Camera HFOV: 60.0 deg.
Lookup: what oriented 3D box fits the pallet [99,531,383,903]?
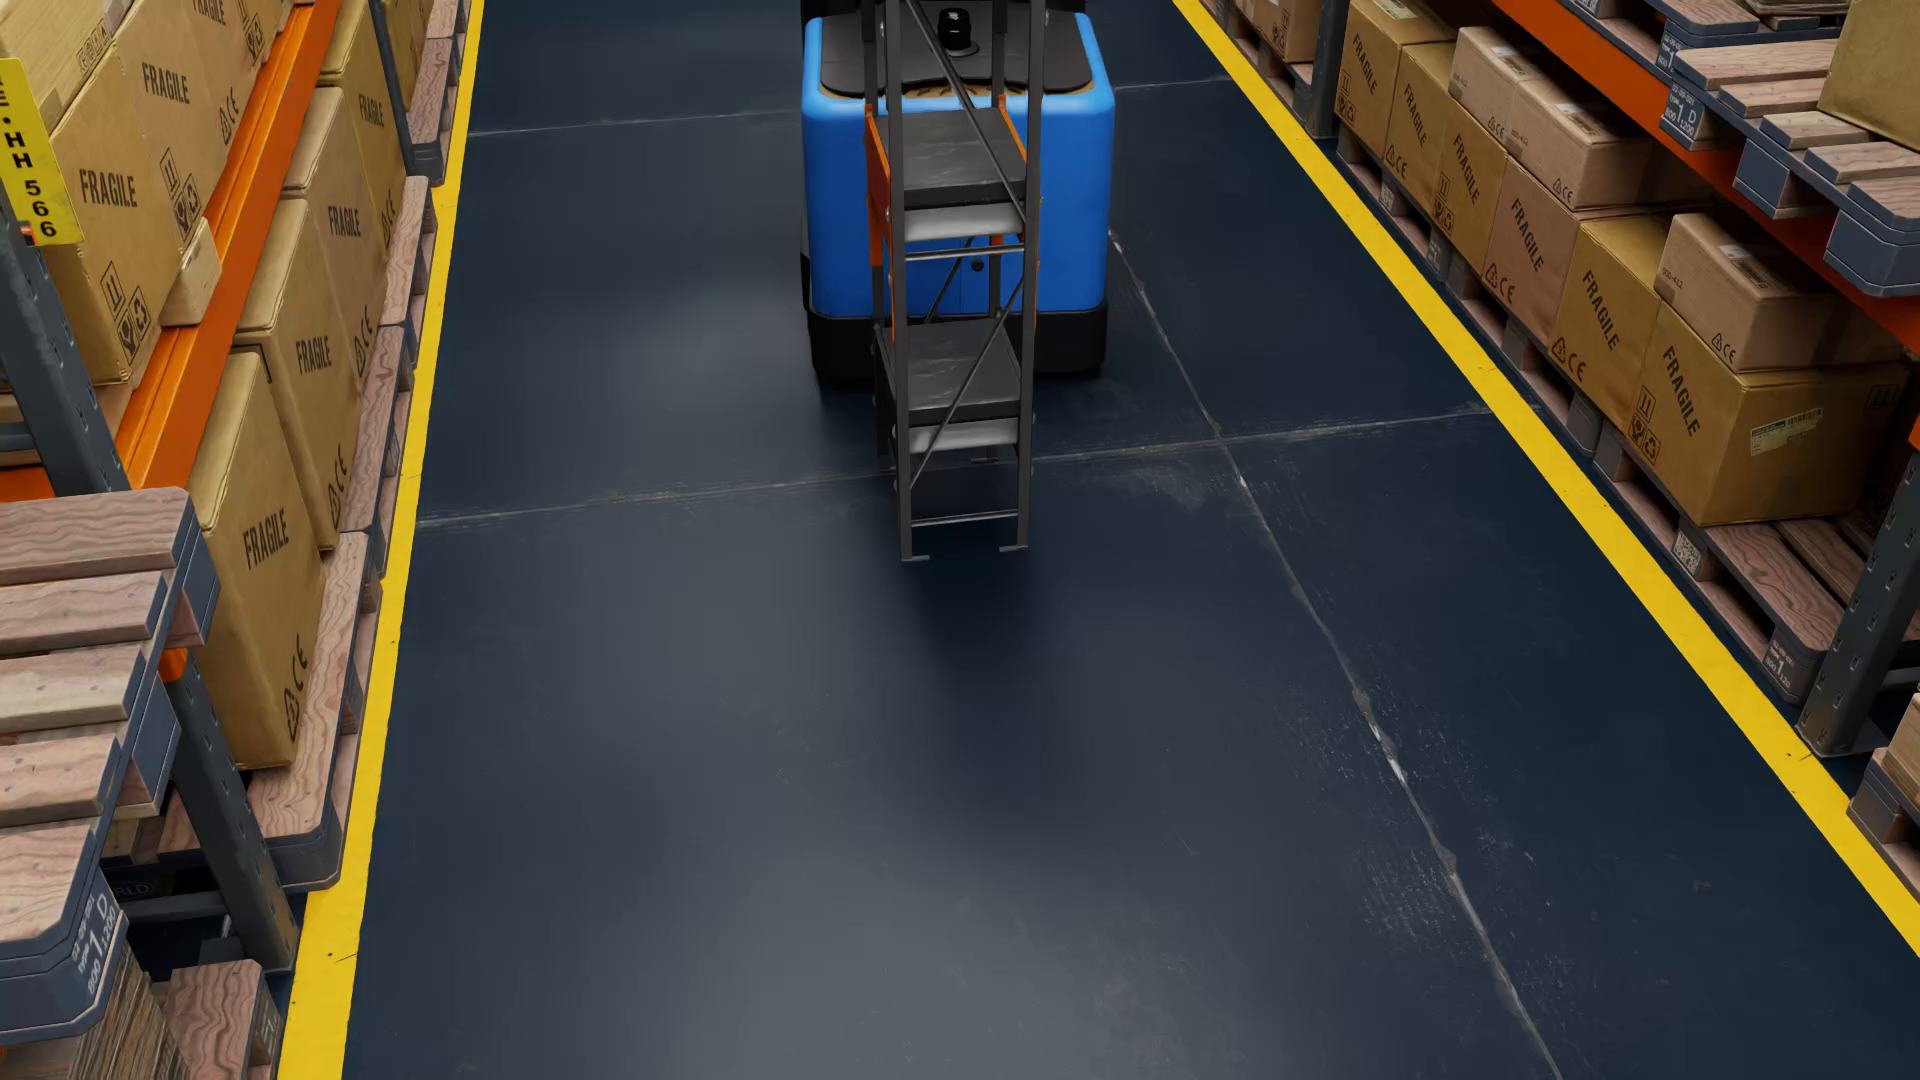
[{"bbox_3d":[-2.144,0.473,4.469,1.003,0.211,1.213,-6,38,-8],"label":"pallet"}]

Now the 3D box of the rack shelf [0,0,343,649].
[{"bbox_3d":[-2.431,-1.068,4.766,1.077,0.370,4.000,-6,38,-8],"label":"rack shelf"}]

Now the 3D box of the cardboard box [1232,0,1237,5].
[{"bbox_3d":[1.584,-2.974,8.466,0.500,0.311,0.500,-6,38,-8],"label":"cardboard box"}]

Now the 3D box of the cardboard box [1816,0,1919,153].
[{"bbox_3d":[2.575,-1.253,3.994,0.700,0.500,0.500,-19,42,-23],"label":"cardboard box"}]

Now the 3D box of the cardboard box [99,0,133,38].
[{"bbox_3d":[-2.001,-1.231,3.439,0.500,0.250,0.500,-7,38,-9],"label":"cardboard box"}]

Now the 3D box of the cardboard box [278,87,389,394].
[{"bbox_3d":[-2.381,-0.962,5.453,0.750,0.750,0.750,-5,38,-7],"label":"cardboard box"}]

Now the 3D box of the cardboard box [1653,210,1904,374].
[{"bbox_3d":[2.387,-0.735,4.819,0.500,0.250,0.500,-5,38,-6],"label":"cardboard box"}]

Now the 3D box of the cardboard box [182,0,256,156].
[{"bbox_3d":[-2.082,-1.247,4.070,0.500,0.500,0.500,-6,38,-8],"label":"cardboard box"}]

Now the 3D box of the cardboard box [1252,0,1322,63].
[{"bbox_3d":[1.716,-2.595,7.824,0.500,0.500,0.500,-6,38,-8],"label":"cardboard box"}]

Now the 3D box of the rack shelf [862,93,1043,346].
[{"bbox_3d":[-0.029,-0.918,4.743,0.431,0.518,0.480,-6,38,-8],"label":"rack shelf"}]

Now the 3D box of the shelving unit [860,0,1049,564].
[{"bbox_3d":[-0.029,-0.929,4.735,0.431,2.100,0.503,-6,38,-8],"label":"shelving unit"}]

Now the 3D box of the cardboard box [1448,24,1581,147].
[{"bbox_3d":[2.115,-1.655,6.003,0.500,0.250,0.500,-6,38,-8],"label":"cardboard box"}]

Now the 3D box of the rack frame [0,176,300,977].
[{"bbox_3d":[-2.080,-0.144,2.990,1.000,3.000,0.127,-6,38,-8],"label":"rack frame"}]

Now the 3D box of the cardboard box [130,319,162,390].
[{"bbox_3d":[-1.945,-0.430,3.546,0.380,0.149,0.250,-6,38,-7],"label":"cardboard box"}]

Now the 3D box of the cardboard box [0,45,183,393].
[{"bbox_3d":[-1.913,-0.630,3.275,0.500,0.500,0.500,-5,38,-7],"label":"cardboard box"}]

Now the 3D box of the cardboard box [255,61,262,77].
[{"bbox_3d":[-2.229,-1.361,4.746,0.380,0.149,0.250,-5,38,-7],"label":"cardboard box"}]

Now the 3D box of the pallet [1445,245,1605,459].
[{"bbox_3d":[2.492,-0.768,6.067,1.003,0.211,1.213,-6,38,-8],"label":"pallet"}]

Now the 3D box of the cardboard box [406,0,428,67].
[{"bbox_3d":[-2.896,-2.505,7.725,0.700,0.500,0.500,-7,38,-8],"label":"cardboard box"}]

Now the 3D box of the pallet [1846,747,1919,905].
[{"bbox_3d":[2.902,0.924,3.889,1.003,0.211,1.213,-6,38,-8],"label":"pallet"}]

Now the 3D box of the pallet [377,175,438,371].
[{"bbox_3d":[-2.572,-1.001,6.366,1.003,0.211,1.213,-6,38,-8],"label":"pallet"}]

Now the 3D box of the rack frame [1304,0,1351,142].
[{"bbox_3d":[2.095,-3.095,6.789,1.000,3.000,0.127,-6,38,-8],"label":"rack frame"}]

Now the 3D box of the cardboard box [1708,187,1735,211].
[{"bbox_3d":[2.721,-1.105,5.906,0.500,0.500,0.500,-7,38,-9],"label":"cardboard box"}]

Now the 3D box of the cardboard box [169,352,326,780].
[{"bbox_3d":[-2.080,0.081,4.111,0.750,0.750,0.750,-7,38,-9],"label":"cardboard box"}]

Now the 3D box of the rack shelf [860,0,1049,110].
[{"bbox_3d":[-0.029,-1.471,4.313,0.431,0.518,0.480,-6,38,-8],"label":"rack shelf"}]

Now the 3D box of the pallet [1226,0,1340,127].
[{"bbox_3d":[1.975,-2.409,8.178,1.003,0.211,1.213,-6,38,-8],"label":"pallet"}]

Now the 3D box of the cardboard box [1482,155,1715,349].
[{"bbox_3d":[2.213,-1.034,5.815,0.500,0.500,0.500,-8,38,-10],"label":"cardboard box"}]

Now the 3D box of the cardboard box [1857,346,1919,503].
[{"bbox_3d":[2.900,-0.487,5.111,0.500,0.500,0.500,-8,38,-10],"label":"cardboard box"}]

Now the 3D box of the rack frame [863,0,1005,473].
[{"bbox_3d":[-0.072,-1.077,4.924,0.400,2.100,0.015,-6,38,-8],"label":"rack frame"}]

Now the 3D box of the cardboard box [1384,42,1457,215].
[{"bbox_3d":[2.044,-1.642,6.598,0.500,0.500,0.500,-6,38,-7],"label":"cardboard box"}]

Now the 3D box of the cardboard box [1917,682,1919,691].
[{"bbox_3d":[2.599,0.367,3.774,0.500,0.311,0.500,-5,38,-6],"label":"cardboard box"}]

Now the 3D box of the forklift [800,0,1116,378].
[{"bbox_3d":[-0.079,-2.613,6.224,1.130,2.935,3.031,-2,38,-2],"label":"forklift"}]

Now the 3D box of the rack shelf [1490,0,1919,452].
[{"bbox_3d":[2.446,-1.603,5.455,1.077,0.370,4.000,-6,38,-8],"label":"rack shelf"}]

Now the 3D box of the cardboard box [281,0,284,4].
[{"bbox_3d":[-2.273,-1.862,4.861,0.500,0.500,0.500,-6,38,-8],"label":"cardboard box"}]

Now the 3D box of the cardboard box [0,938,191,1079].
[{"bbox_3d":[-1.903,1.099,3.070,0.700,0.500,0.500,-6,38,-7],"label":"cardboard box"}]

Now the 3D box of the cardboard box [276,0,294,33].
[{"bbox_3d":[-2.293,-1.676,5.150,0.380,0.149,0.250,-6,38,-8],"label":"cardboard box"}]

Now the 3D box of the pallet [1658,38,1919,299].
[{"bbox_3d":[2.608,-1.005,4.255,1.213,0.211,1.003,-6,38,-8],"label":"pallet"}]

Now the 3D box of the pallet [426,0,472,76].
[{"bbox_3d":[-3.055,-2.665,8.508,1.003,0.211,1.213,-6,38,-8],"label":"pallet"}]

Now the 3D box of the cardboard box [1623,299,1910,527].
[{"bbox_3d":[2.401,-0.405,5.006,0.500,0.500,0.500,-5,38,-6],"label":"cardboard box"}]
